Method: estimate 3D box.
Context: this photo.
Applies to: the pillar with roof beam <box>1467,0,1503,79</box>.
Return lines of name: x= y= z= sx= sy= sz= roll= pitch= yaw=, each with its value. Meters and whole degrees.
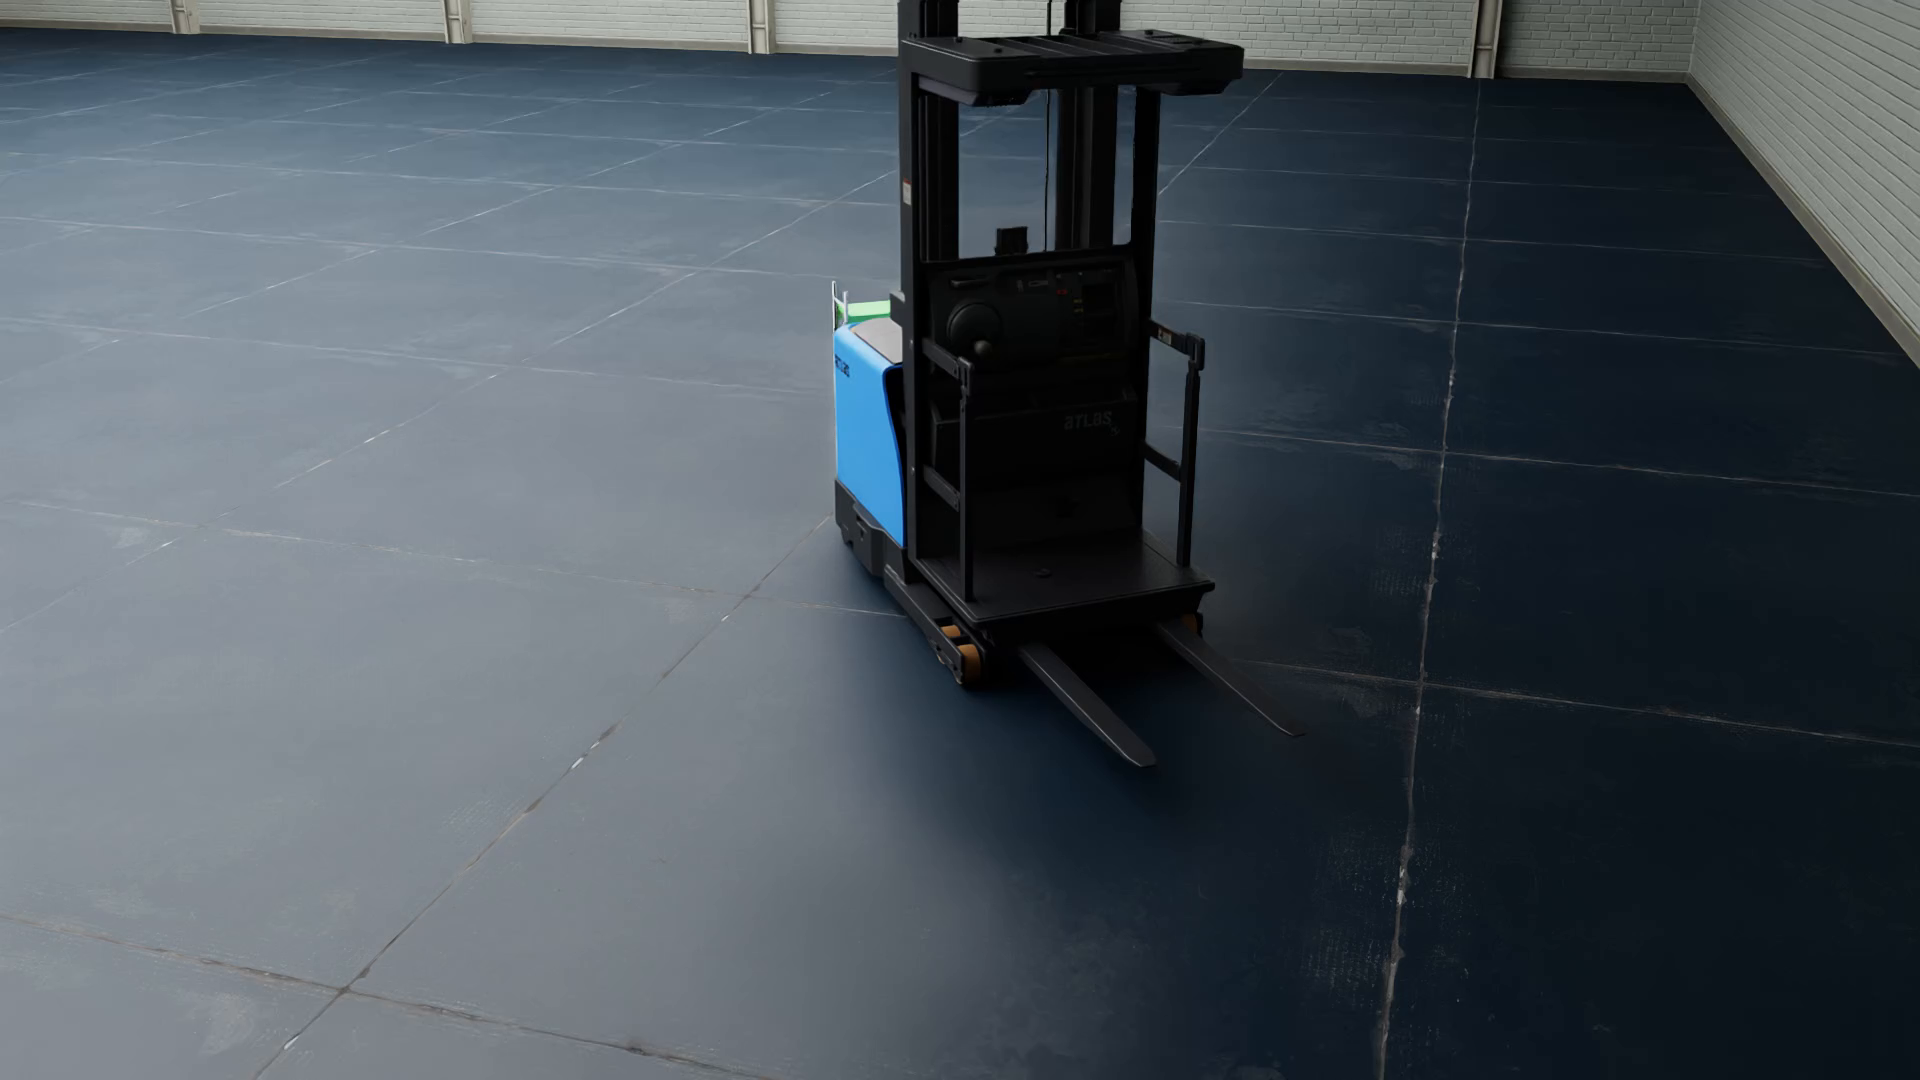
pillar with roof beam: x=6.807 y=-9.756 z=20.197 sx=0.400 sy=9.000 sz=9.100 roll=7 pitch=23 yaw=16

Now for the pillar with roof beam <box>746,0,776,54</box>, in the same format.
pillar with roof beam: x=-4.681 y=-11.072 z=23.404 sx=0.400 sy=9.000 sz=9.100 roll=7 pitch=23 yaw=16

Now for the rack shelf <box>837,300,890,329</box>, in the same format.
rack shelf: x=-0.357 y=-1.097 z=8.268 sx=0.480 sy=0.148 sz=0.258 roll=-7 pitch=23 yaw=-18

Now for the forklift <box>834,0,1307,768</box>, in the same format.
forklift: x=0.389 y=-0.943 z=6.707 sx=1.130 sy=2.935 sz=3.031 roll=-8 pitch=24 yaw=-20

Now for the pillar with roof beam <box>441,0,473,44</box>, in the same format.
pillar with roof beam: x=-10.425 y=-11.730 z=25.008 sx=0.400 sy=9.000 sz=9.100 roll=7 pitch=23 yaw=16

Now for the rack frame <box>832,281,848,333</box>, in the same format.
rack frame: x=-0.587 y=-0.682 z=8.352 sx=0.015 sy=1.200 sz=0.240 roll=-7 pitch=23 yaw=-18

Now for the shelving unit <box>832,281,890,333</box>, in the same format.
shelving unit: x=-0.357 y=-0.712 z=8.425 sx=0.503 sy=1.200 sz=0.258 roll=-7 pitch=23 yaw=-18

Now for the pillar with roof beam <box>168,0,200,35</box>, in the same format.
pillar with roof beam: x=-16.170 y=-12.387 z=26.611 sx=0.400 sy=9.000 sz=9.100 roll=7 pitch=23 yaw=16
